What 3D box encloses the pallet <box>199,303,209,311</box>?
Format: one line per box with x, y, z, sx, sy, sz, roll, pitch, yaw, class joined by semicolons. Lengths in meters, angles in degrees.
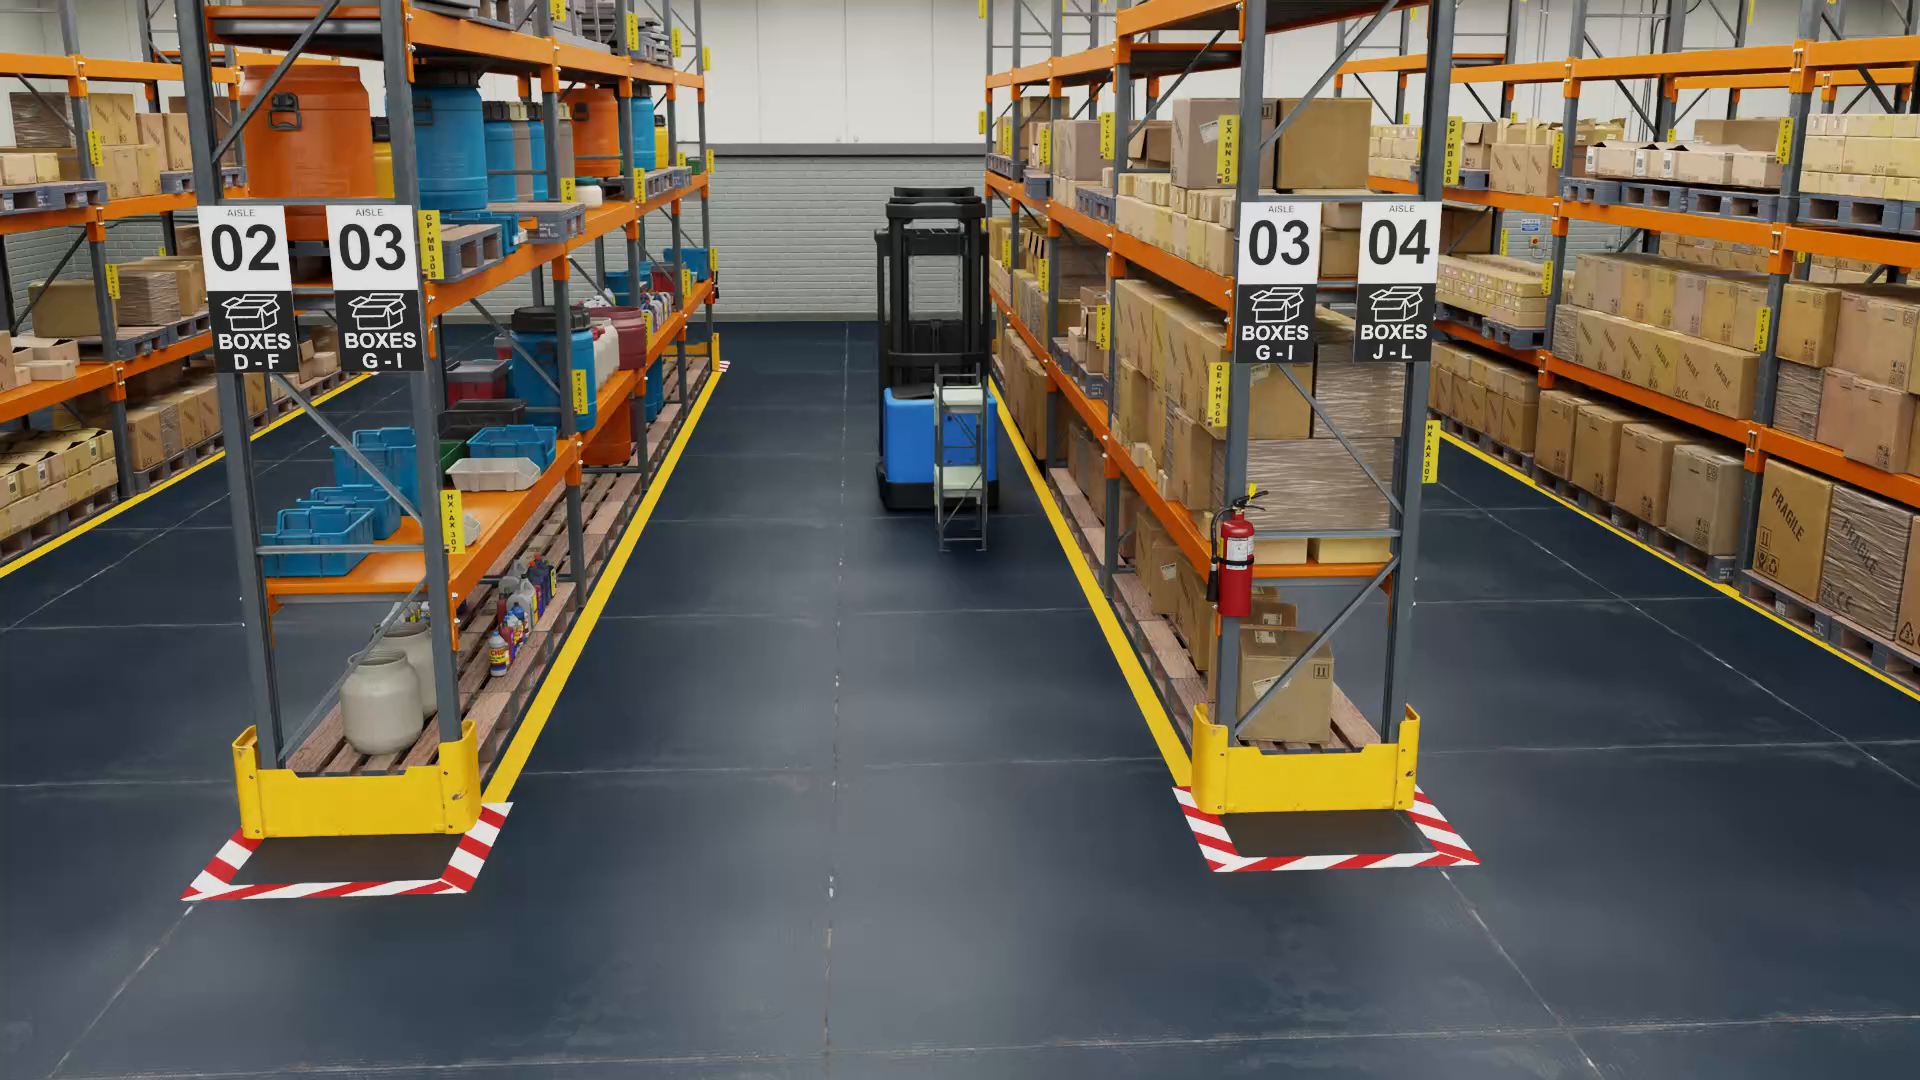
-8.829;-2.564;18.856;1.003;0.211;1.213;-1;14;-3;pallet

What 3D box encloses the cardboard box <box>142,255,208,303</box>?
-8.963;-2.988;19.075;0.700;0.500;0.500;-6;16;-22;cardboard box

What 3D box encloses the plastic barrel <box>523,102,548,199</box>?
-3.659;-3.087;13.479;0.600;0.901;0.708;-1;14;-3;plastic barrel

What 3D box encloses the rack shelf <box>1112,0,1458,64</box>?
1.738;-3.077;9.878;1.077;0.370;4.000;-1;14;-3;rack shelf

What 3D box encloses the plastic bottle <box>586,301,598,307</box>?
-4.120;-2.521;18.555;0.152;0.276;0.135;-1;14;-3;plastic bottle

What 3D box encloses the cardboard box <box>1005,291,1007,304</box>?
0.756;-3.022;20.757;0.380;0.149;0.250;-1;14;-2;cardboard box

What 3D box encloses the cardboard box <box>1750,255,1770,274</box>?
10.688;-3.450;21.714;0.500;0.500;0.500;-1;14;-5;cardboard box

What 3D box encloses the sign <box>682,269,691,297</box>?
-3.276;-3.075;19.901;0.100;0.325;0.005;-1;14;-3;sign

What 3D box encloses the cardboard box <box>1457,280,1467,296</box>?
5.739;-2.792;18.424;0.380;0.149;0.250;-1;14;-5;cardboard box

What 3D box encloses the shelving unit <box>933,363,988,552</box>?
0.000;-0.725;14.333;0.431;1.500;0.755;-1;14;-3;shelving unit

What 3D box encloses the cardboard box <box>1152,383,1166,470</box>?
1.697;-0.726;10.532;0.875;0.500;0.500;-1;14;-3;cardboard box

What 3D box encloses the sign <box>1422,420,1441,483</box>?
2.403;-0.452;8.527;0.100;0.325;0.005;-1;14;-3;sign

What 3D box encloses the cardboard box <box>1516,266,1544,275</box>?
6.393;-2.942;18.410;0.380;0.149;0.250;-1;14;-4;cardboard box

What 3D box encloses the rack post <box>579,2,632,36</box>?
-3.663;-4.986;15.998;0.954;0.300;0.937;-1;14;-3;rack post

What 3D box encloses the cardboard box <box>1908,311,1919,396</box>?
6.646;-1.171;10.590;0.875;0.550;0.500;-1;14;-3;cardboard box

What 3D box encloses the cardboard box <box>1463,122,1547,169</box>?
6.039;-4.380;18.462;0.797;0.503;0.637;-1;14;-4;cardboard box

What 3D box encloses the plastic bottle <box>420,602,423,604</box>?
-3.636;0.455;11.329;0.097;0.271;0.097;0;14;0;plastic bottle

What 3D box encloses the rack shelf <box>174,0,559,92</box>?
-3.206;-2.809;9.631;1.077;0.370;4.000;-1;14;-3;rack shelf

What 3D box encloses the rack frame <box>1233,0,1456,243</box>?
1.862;-2.930;7.855;1.000;3.000;0.127;-1;14;-3;rack frame

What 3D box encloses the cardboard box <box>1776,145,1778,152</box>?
10.634;-4.965;21.243;0.380;0.149;0.250;-1;14;-2;cardboard box

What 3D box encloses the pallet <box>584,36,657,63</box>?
-3.592;-4.738;16.063;1.213;0.211;1.003;-1;14;-3;pallet

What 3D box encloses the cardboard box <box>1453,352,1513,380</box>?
5.920;-1.969;18.829;0.500;0.250;0.500;0;14;-1;cardboard box

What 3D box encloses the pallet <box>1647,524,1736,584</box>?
6.447;0.089;13.758;1.003;0.211;1.213;-1;14;-3;pallet

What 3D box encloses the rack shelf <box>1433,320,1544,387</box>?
6.199;-2.215;18.558;1.077;0.370;4.000;-1;14;-3;rack shelf

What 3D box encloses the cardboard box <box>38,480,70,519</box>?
-8.182;-0.354;14.557;0.500;0.250;0.500;-1;14;-2;cardboard box

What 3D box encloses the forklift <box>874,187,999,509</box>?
-0.280;-2.025;16.513;1.130;2.935;3.031;-1;14;-5;forklift

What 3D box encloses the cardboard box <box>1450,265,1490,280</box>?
5.721;-3.004;18.648;0.380;0.149;0.250;0;14;-1;cardboard box

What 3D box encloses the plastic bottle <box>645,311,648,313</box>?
-3.308;-2.282;17.610;0.061;0.283;0.133;-1;14;-3;plastic bottle

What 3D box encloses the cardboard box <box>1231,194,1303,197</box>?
1.634;-1.729;8.706;0.380;0.149;0.250;-1;14;-5;cardboard box

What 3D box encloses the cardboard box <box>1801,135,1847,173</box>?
6.321;-2.721;11.723;0.500;0.250;0.500;-1;14;-3;cardboard box

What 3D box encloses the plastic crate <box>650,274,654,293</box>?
-3.736;-3.287;21.399;0.437;0.282;0.530;-1;14;-3;plastic crate

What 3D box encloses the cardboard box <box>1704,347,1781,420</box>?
6.271;-1.245;13.145;0.500;0.500;0.500;-1;14;-4;cardboard box

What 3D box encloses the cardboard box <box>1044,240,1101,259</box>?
1.299;-2.893;17.536;0.797;0.503;0.637;-1;14;-2;cardboard box

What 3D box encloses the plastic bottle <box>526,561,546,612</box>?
-2.990;0.330;11.656;0.144;0.351;0.185;-2;15;-6;plastic bottle

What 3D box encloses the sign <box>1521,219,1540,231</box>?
10.337;-5.704;30.134;0.327;0.218;0.001;-1;14;-3;sign

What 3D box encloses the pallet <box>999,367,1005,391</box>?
1.070;-2.153;22.471;1.003;0.211;1.213;-1;14;-3;pallet

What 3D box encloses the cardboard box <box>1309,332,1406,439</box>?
2.099;-0.842;8.976;0.500;0.500;0.500;-1;14;-3;cardboard box

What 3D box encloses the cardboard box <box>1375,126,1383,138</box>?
5.640;-5.333;21.713;0.380;0.149;0.250;-1;14;-4;cardboard box

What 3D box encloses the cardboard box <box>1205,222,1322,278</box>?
1.578;-1.521;8.698;0.500;0.250;0.500;-1;14;-2;cardboard box

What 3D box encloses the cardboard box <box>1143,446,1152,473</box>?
1.429;-0.529;11.068;0.380;0.149;0.250;-1;14;-3;cardboard box

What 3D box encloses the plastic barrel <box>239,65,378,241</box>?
-3.239;-1.931;8.288;0.600;0.830;0.708;-1;14;-3;plastic barrel

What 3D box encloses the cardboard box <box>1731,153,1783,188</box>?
6.367;-2.876;12.922;0.500;0.250;0.500;-1;14;-3;cardboard box

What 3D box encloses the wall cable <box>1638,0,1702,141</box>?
13.661;-8.535;29.565;2.988;3.039;0.133;-1;14;-3;wall cable

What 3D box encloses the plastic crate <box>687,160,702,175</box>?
-3.727;-5.037;22.487;0.450;0.188;0.336;-1;14;-3;plastic crate

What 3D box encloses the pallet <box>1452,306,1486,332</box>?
6.159;-2.465;18.470;1.003;0.211;1.213;-1;14;-3;pallet

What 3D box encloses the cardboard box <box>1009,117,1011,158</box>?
0.981;-5.090;21.024;0.700;0.500;0.500;0;14;-1;cardboard box

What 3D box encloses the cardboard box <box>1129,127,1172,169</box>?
1.683;-2.844;12.490;0.797;0.503;0.637;-2;15;-6;cardboard box

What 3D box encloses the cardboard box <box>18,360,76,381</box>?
-8.190;-1.521;14.923;0.380;0.149;0.250;-1;14;-3;cardboard box

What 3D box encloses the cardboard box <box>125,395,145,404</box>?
-8.846;-1.222;17.391;0.500;0.500;0.500;-1;14;-5;cardboard box

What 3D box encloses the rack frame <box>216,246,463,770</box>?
-3.082;0.052;8.305;1.000;3.000;0.127;-1;14;-3;rack frame

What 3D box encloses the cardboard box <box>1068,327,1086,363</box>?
1.240;-1.725;14.668;0.500;0.250;0.500;-1;14;-5;cardboard box

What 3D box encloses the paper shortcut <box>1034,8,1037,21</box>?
0.760;-5.307;16.815;0.009;0.170;0.078;9;-17;-6;paper shortcut
